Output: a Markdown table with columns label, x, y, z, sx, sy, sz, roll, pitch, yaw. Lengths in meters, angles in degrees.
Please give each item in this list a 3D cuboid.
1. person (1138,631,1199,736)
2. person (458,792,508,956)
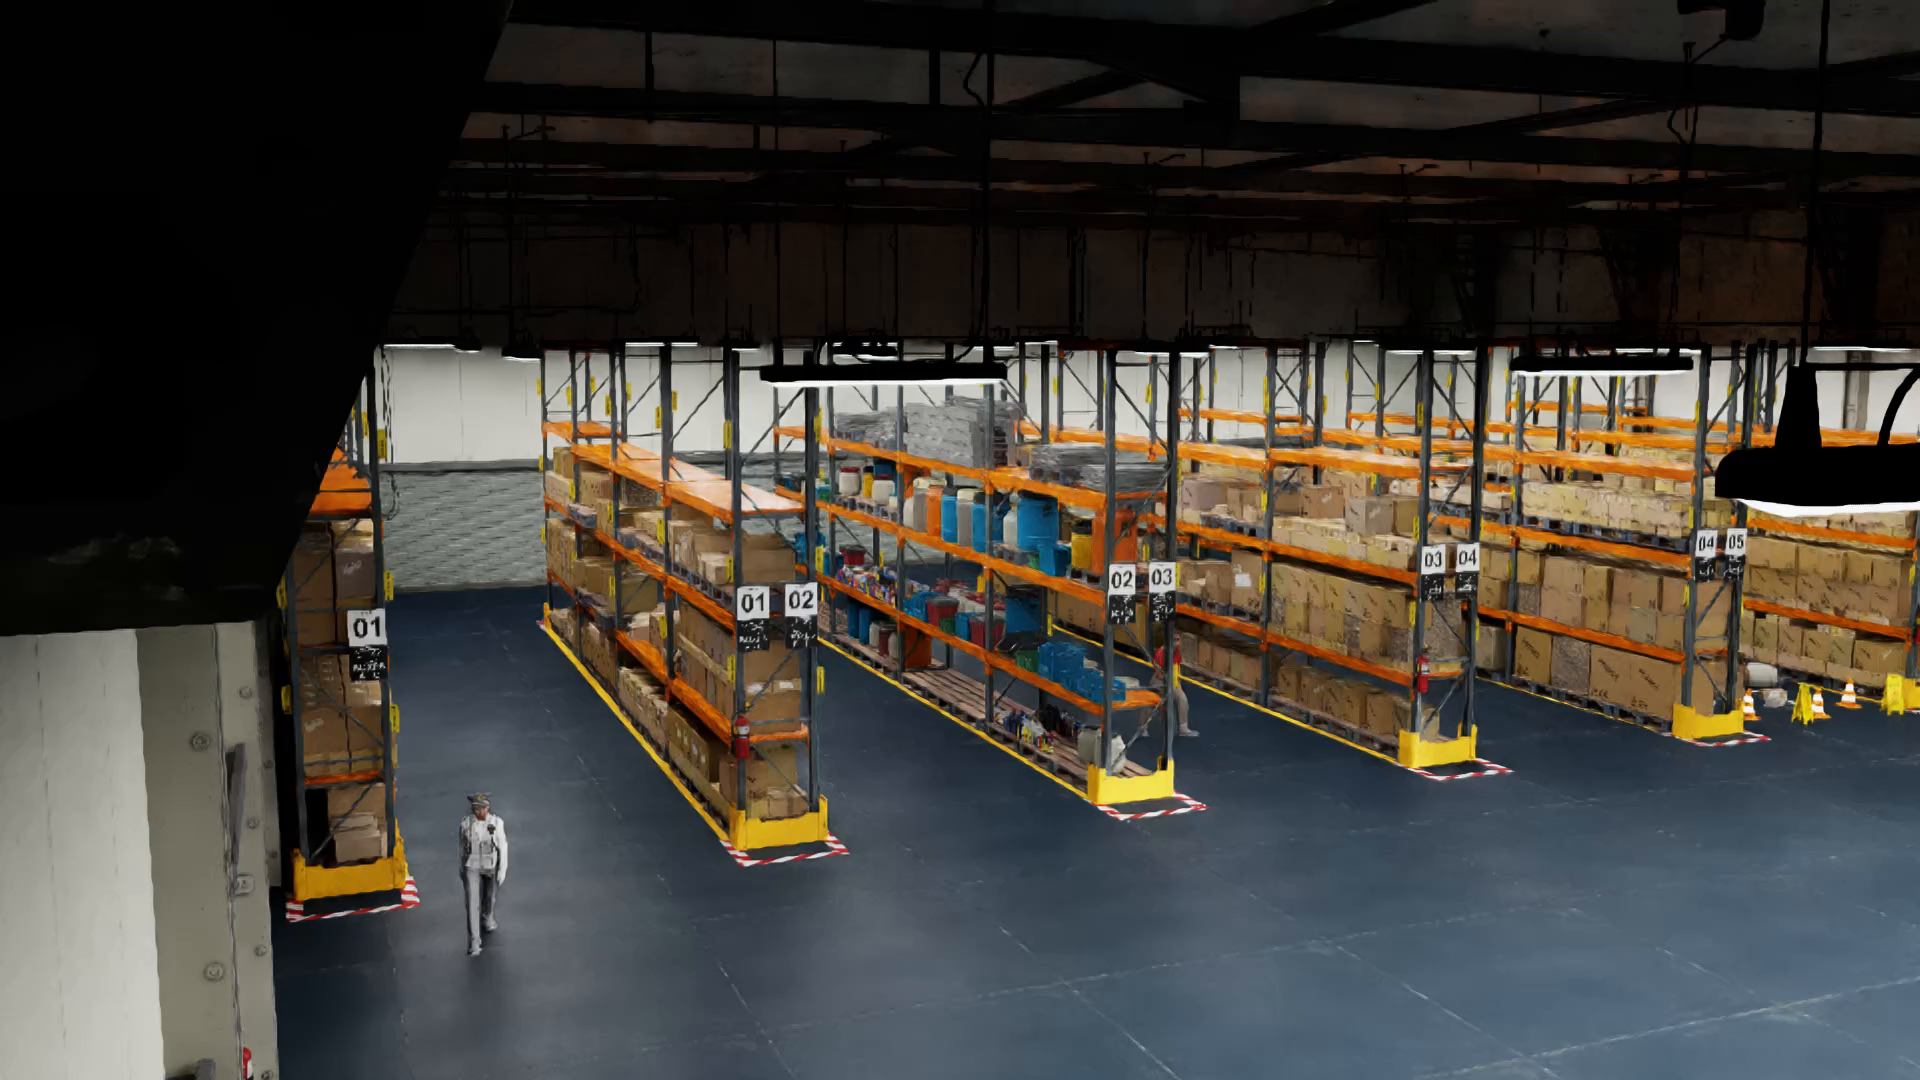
| label | x | y | z | sx | sy | sz | roll | pitch | yaw |
| --- | --- | --- | --- | --- | --- | --- | --- | --- | --- |
| person | 3.169 | 2.195 | 25.486 | 0.706 | 1.662 | 0.827 | -6 | 10 | -39 |
| person | -4.858 | 3.324 | 16.957 | 0.493 | 1.586 | 1.077 | -3 | 8 | -19 |
